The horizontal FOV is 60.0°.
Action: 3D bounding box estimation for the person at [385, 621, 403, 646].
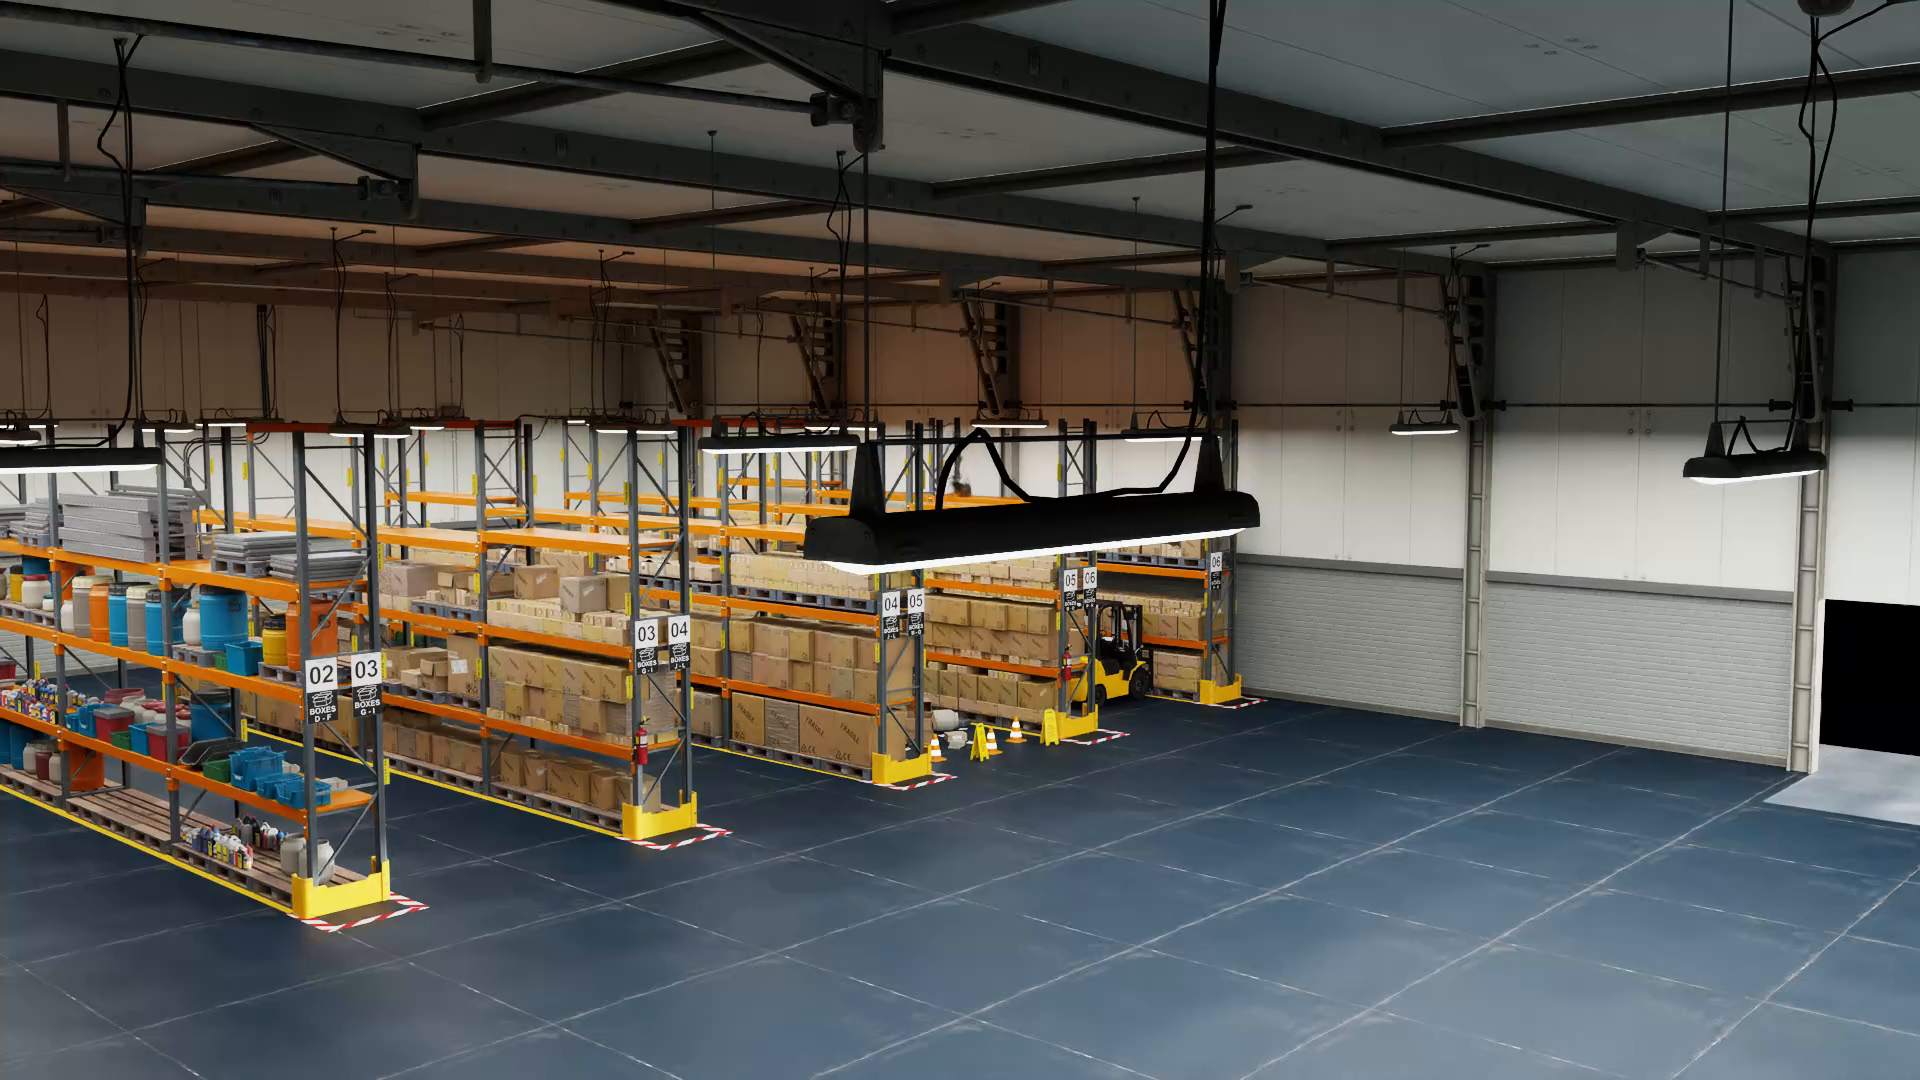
[{"bbox_3d":[-13.471,2.194,39.908,0.623,1.811,1.134,4,6,37],"label":"person"}]
